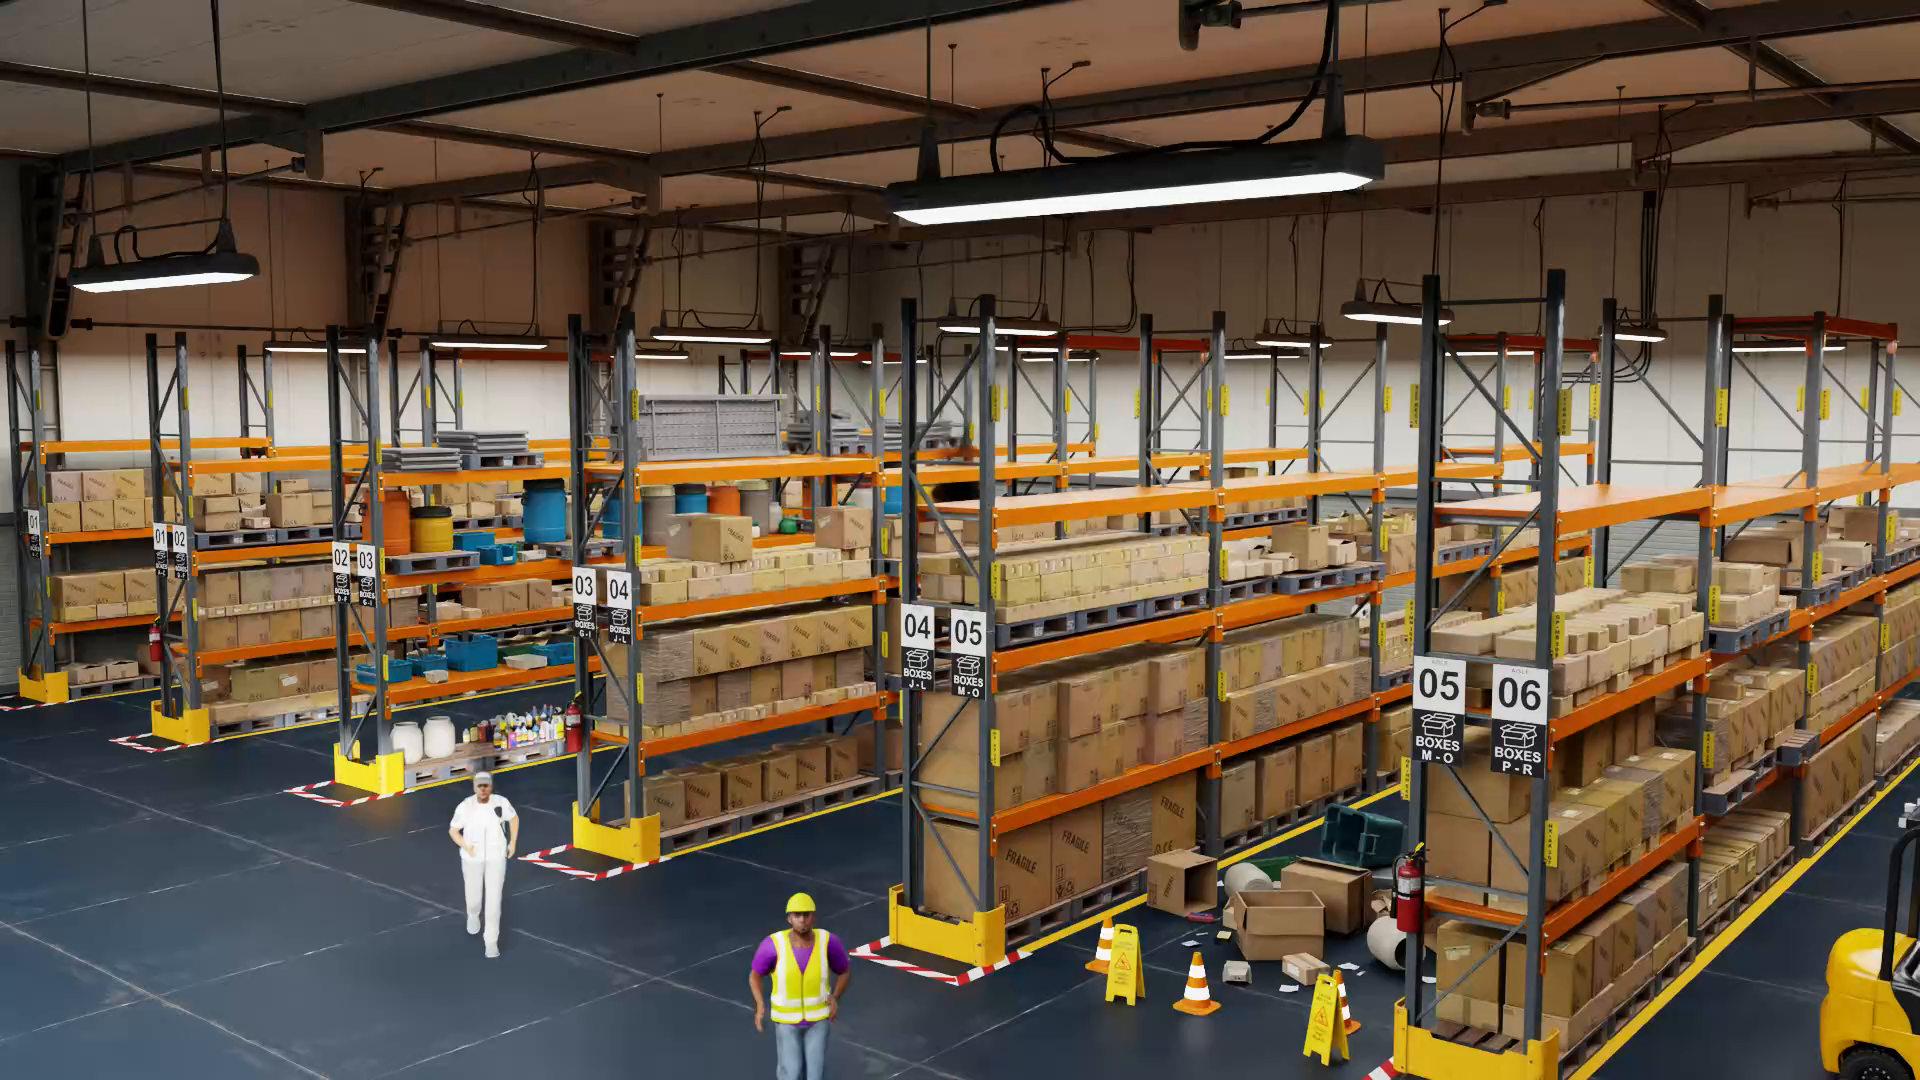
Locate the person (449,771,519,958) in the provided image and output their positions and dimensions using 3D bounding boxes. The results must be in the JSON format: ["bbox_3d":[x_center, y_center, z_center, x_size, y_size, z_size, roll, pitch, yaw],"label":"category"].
[{"bbox_3d":[-4.412,2.963,15.459,0.631,1.675,0.770,-2,5,-18],"label":"person"}]

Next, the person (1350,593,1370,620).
[{"bbox_3d":[7.080,1.716,29.307,0.572,1.662,0.789,4,7,38],"label":"person"}]

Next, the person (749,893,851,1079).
[{"bbox_3d":[-1.094,3.279,11.502,0.704,1.720,0.589,-1,5,-11],"label":"person"}]
